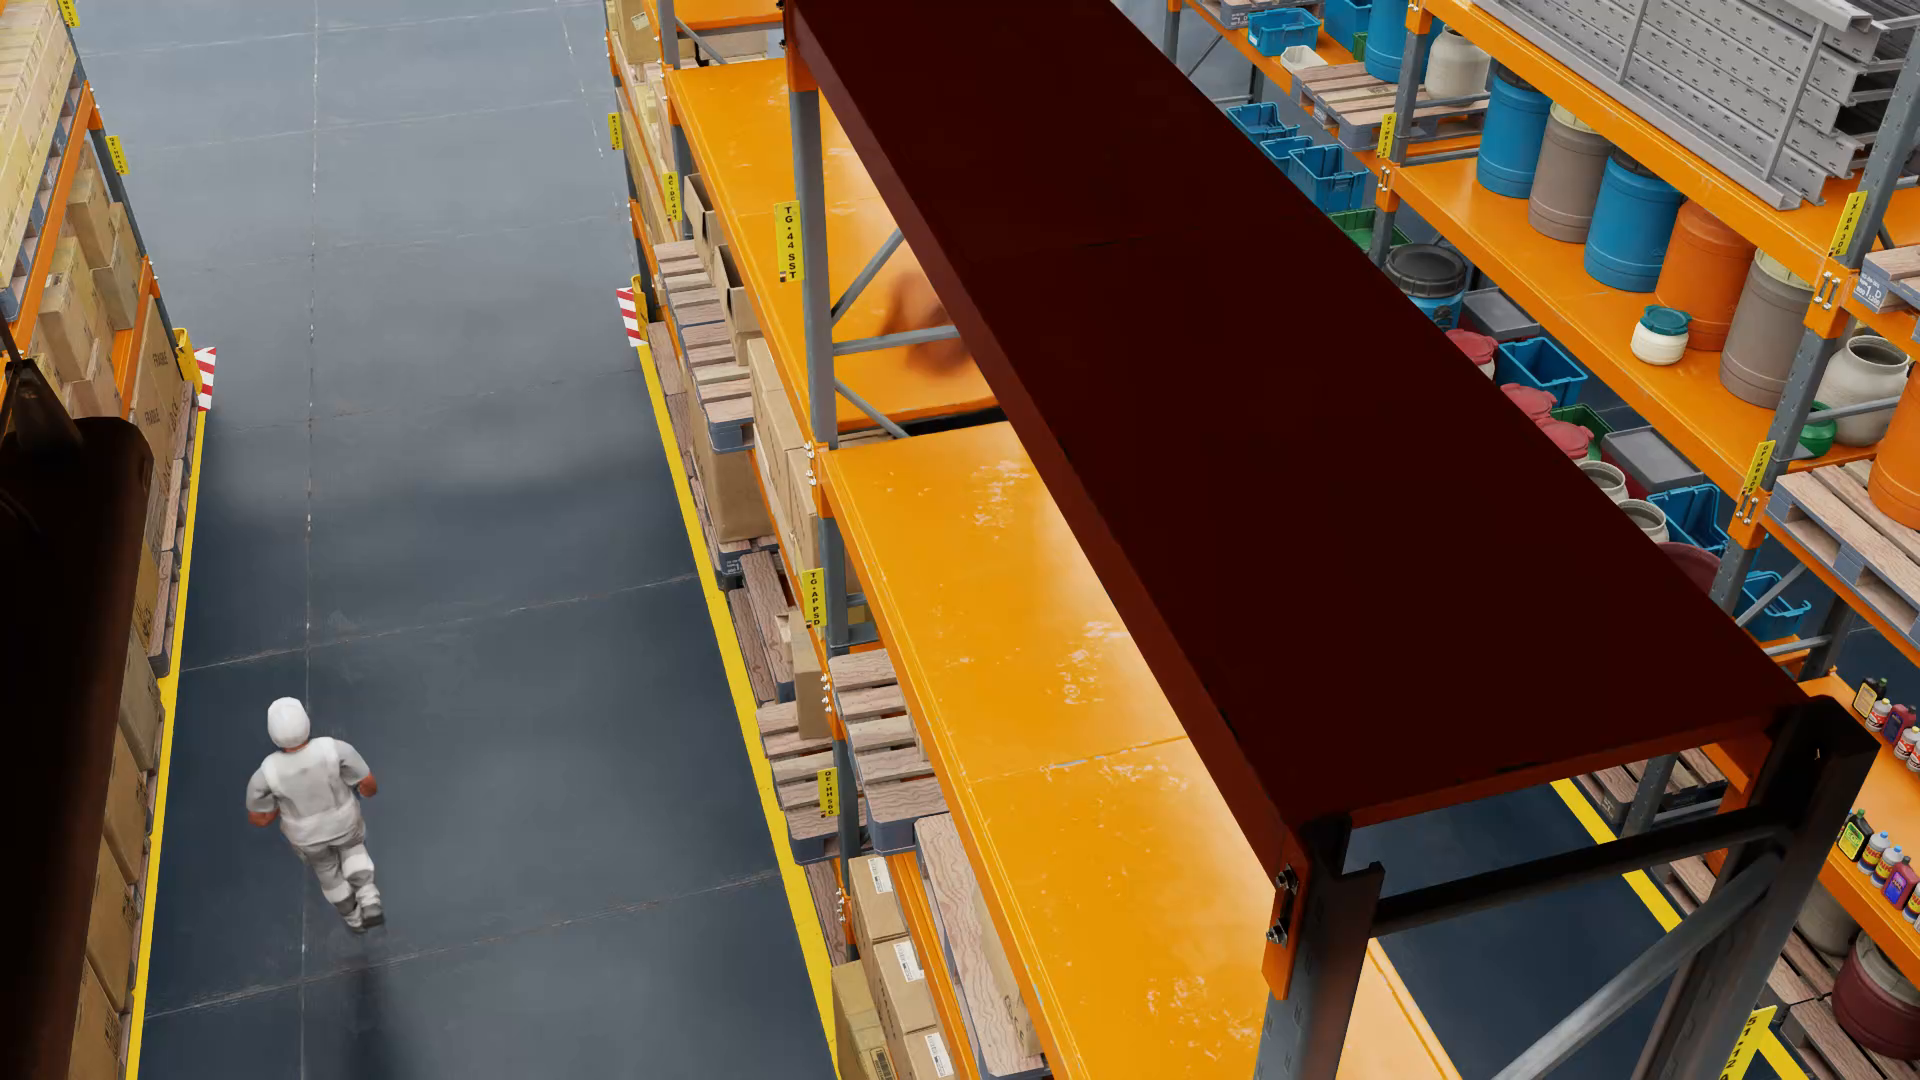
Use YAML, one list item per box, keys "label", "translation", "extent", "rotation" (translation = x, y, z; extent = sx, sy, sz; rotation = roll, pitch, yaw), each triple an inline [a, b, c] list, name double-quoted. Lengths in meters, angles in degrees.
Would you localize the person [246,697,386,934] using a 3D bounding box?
- label: "person"
  translation: [-3.445, 1.554, 9.003]
  extent: [0.657, 1.754, 0.605]
  rotation: [-17, 42, -21]
